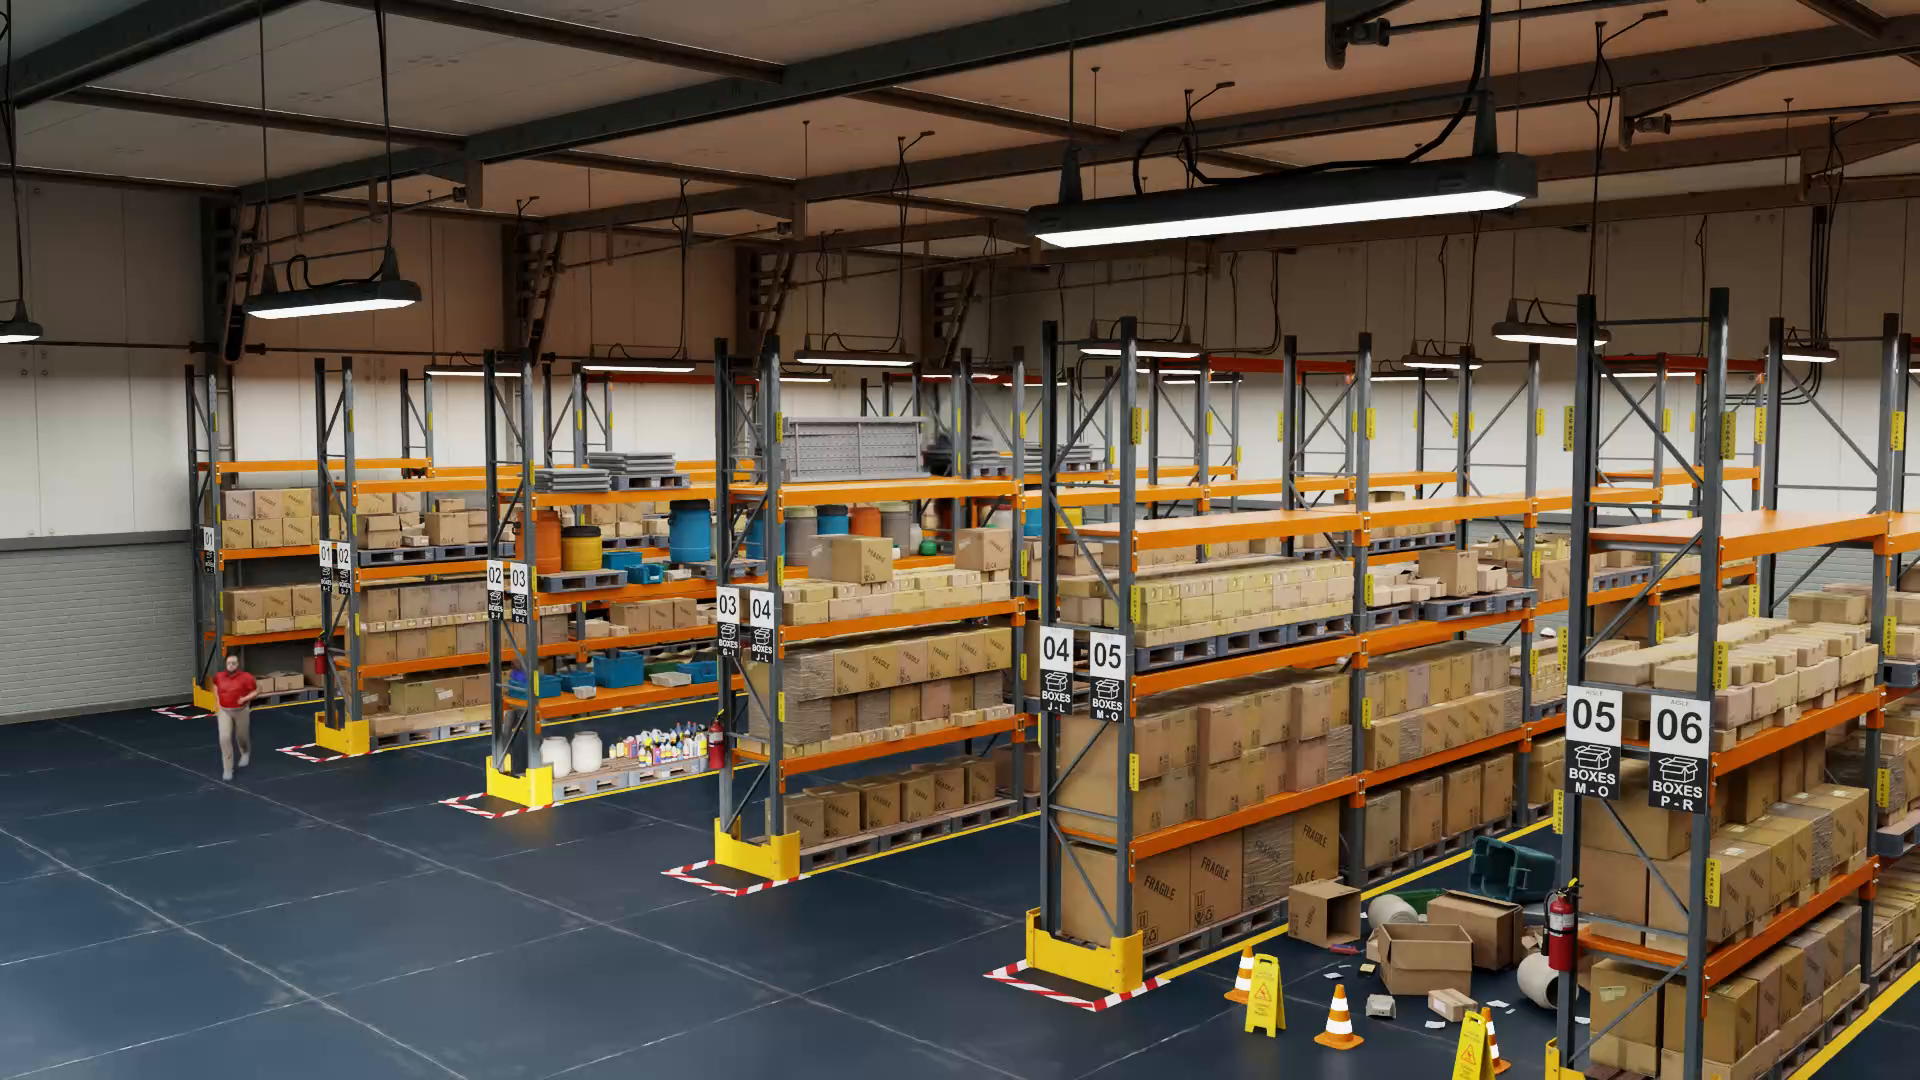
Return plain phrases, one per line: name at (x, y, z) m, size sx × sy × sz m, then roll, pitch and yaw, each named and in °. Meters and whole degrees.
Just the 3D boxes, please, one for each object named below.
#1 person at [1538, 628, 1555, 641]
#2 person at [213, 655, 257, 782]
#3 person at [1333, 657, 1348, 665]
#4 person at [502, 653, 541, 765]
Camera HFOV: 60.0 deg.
person at (9.292, 2.278, 26.161) m, size 0.905 × 1.820 × 0.665 m, roll -4°, pitch 6°, yaw -44°
person at (-10.345, 2.493, 23.730) m, size 0.606 × 1.743 × 0.934 m, roll -1°, pitch 5°, yaw -17°
person at (5.624, 2.504, 24.337) m, size 0.595 × 1.624 × 0.658 m, roll 3°, pitch 5°, yaw 35°
person at (-6.365, 2.495, 24.073) m, size 0.548 × 1.720 × 0.763 m, roll 2°, pitch 5°, yaw 29°
